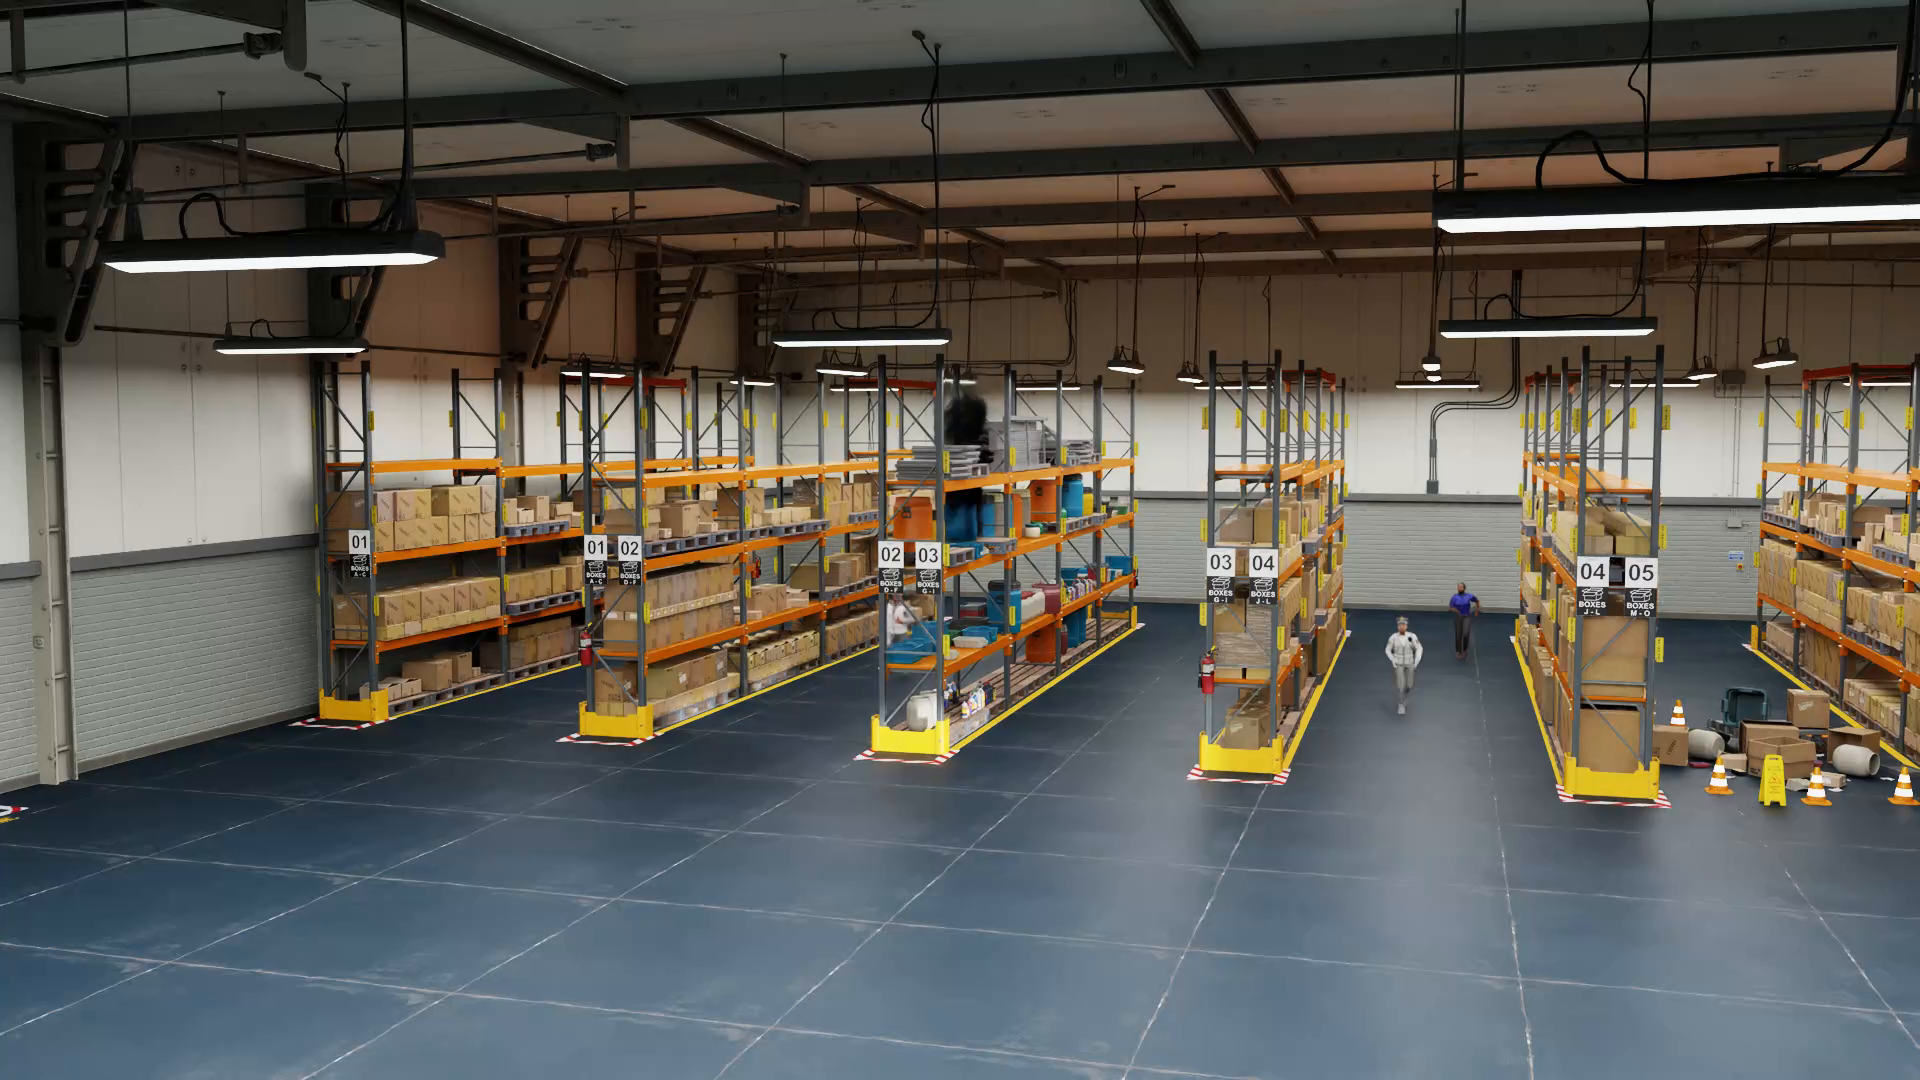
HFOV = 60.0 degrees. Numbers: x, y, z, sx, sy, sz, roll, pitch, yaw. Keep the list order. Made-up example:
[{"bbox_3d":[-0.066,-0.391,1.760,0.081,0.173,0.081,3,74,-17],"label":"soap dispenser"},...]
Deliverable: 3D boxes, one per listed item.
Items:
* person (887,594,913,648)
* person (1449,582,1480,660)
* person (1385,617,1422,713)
[{"bbox_3d":[-1.221,1.741,31.818,0.667,1.695,0.915,1,4,12],"label":"person"},{"bbox_3d":[10.534,1.696,34.779,0.590,1.614,0.834,2,4,23],"label":"person"},{"bbox_3d":[7.612,2.150,28.529,0.623,1.652,0.447,1,4,13],"label":"person"}]
